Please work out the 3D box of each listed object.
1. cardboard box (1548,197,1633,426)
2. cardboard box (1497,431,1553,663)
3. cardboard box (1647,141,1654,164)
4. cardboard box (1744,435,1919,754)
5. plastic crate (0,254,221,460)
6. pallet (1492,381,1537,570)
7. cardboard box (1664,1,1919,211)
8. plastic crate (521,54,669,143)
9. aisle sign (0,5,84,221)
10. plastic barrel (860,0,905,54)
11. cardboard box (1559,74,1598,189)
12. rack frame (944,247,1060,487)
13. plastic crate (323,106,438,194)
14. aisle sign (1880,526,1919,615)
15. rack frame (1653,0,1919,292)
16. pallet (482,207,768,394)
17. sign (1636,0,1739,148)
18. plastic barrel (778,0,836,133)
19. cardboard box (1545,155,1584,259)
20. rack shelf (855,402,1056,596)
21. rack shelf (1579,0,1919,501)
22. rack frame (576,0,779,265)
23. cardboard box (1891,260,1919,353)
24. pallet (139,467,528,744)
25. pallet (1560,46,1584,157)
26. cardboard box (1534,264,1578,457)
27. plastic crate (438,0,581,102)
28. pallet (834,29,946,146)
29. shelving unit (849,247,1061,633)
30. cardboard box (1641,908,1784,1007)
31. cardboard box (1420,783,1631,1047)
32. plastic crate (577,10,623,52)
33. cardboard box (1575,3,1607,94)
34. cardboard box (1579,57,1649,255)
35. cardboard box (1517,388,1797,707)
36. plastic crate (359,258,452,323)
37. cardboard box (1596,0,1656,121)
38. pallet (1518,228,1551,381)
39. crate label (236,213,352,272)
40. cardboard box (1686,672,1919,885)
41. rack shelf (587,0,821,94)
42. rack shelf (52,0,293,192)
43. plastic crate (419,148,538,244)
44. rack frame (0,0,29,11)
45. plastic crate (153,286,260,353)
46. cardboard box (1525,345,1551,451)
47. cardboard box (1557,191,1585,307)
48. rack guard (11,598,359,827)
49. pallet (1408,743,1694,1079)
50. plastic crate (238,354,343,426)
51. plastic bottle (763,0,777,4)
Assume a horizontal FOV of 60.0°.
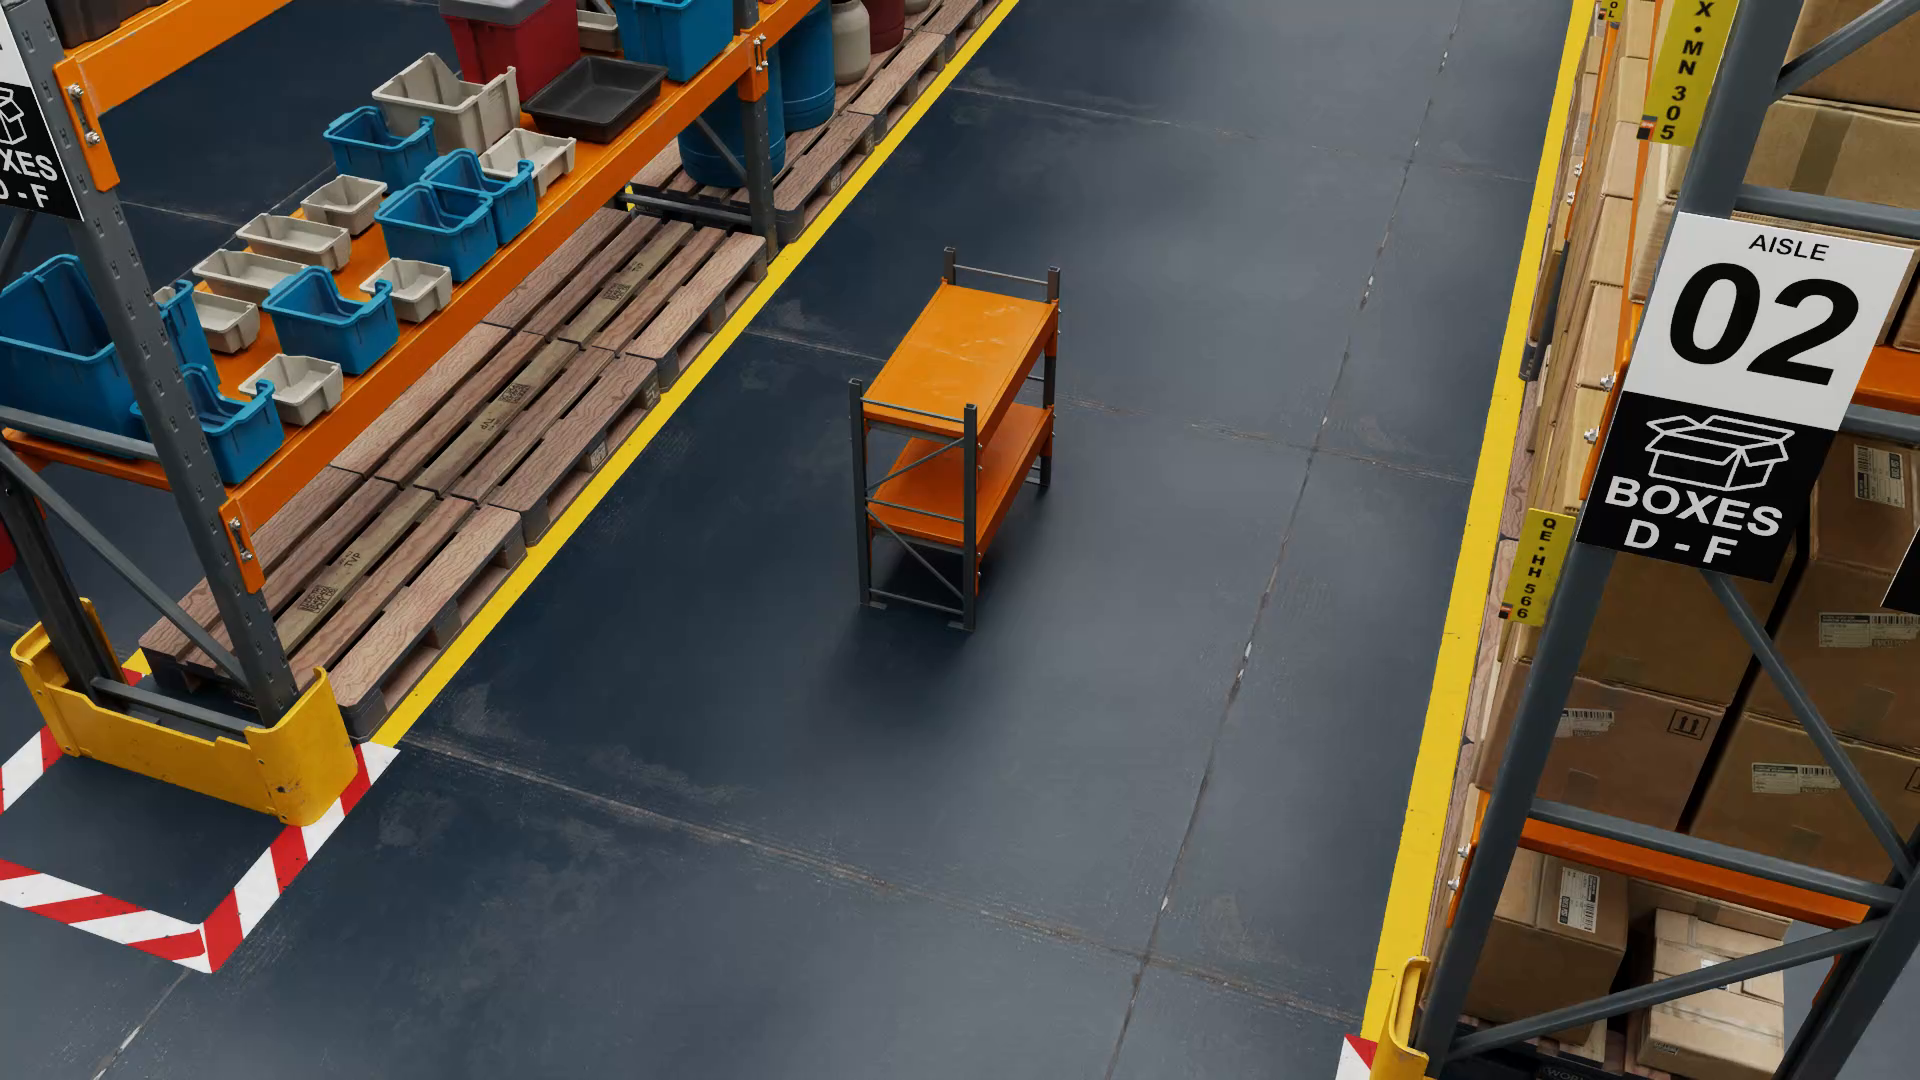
[{"bbox_3d":[2.044,-0.615,4.812,0.500,0.500,0.500,14,43,16],"label":"cardboard box"},{"bbox_3d":[1.877,0.073,4.777,0.500,0.500,0.500,14,42,15],"label":"cardboard box"},{"bbox_3d":[1.915,-0.997,3.912,0.500,0.250,0.500,13,42,15],"label":"cardboard box"},{"bbox_3d":[2.205,0.131,3.938,0.500,0.500,0.500,15,43,16],"label":"cardboard box"},{"bbox_3d":[-2.909,-0.622,5.594,0.616,0.435,0.499,13,42,15],"label":"plastic crate"},{"bbox_3d":[2.938,-0.199,7.320,1.003,0.211,1.213,13,42,15],"label":"pallet"},{"bbox_3d":[1.742,-0.883,3.393,0.500,0.250,0.500,13,42,15],"label":"cardboard box"},{"bbox_3d":[-1.611,-1.956,7.397,0.437,0.125,0.590,13,42,15],"label":"plastic crate"},{"bbox_3d":[-2.594,-1.219,4.365,0.394,0.787,0.004,13,42,15],"label":"aisle sign"},{"bbox_3d":[-0.650,-3.471,10.541,0.600,0.588,0.708,13,42,15],"label":"plastic barrel"},{"bbox_3d":[3.593,-2.175,9.075,0.500,0.500,0.500,12,42,14],"label":"cardboard box"},{"bbox_3d":[0.172,-0.734,7.243,0.500,1.125,0.032,13,42,15],"label":"rack frame"},{"bbox_3d":[-2.387,-1.609,6.907,0.416,0.233,0.300,13,42,15],"label":"plastic crate"},{"bbox_3d":[2.058,-0.121,3.077,0.394,0.787,0.004,13,42,15],"label":"aisle sign"},{"bbox_3d":[1.805,-1.521,2.099,1.000,3.000,0.127,13,42,15],"label":"rack frame"},{"bbox_3d":[-1.695,-1.262,8.566,1.003,0.211,1.213,13,42,15],"label":"pallet"},{"bbox_3d":[1.291,-0.852,2.944,0.100,0.325,0.005,13,42,15],"label":"sign"},{"bbox_3d":[-1.036,-2.901,9.632,0.600,0.901,0.708,13,42,15],"label":"plastic barrel"},{"bbox_3d":[3.250,-1.559,8.353,0.500,0.500,0.500,13,42,15],"label":"cardboard box"},{"bbox_3d":[-0.002,-0.238,7.039,0.538,0.278,1.000,13,42,15],"label":"rack shelf"},{"bbox_3d":[2.489,-1.326,4.736,1.077,0.370,4.000,13,42,15],"label":"rack shelf"},{"bbox_3d":[-1.480,-2.780,8.197,1.000,3.000,0.127,13,42,15],"label":"rack frame"},{"bbox_3d":[2.220,-0.579,3.422,0.500,0.250,0.500,13,42,15],"label":"cardboard box"},{"bbox_3d":[-2.530,0.226,6.822,1.003,0.211,1.213,13,42,15],"label":"pallet"},{"bbox_3d":[4.250,-2.610,10.147,1.003,0.211,1.213,13,42,15],"label":"pallet"},{"bbox_3d":[2.225,-0.538,5.492,0.500,0.500,0.500,13,42,14],"label":"cardboard box"},{"bbox_3d":[-2.021,-2.338,7.584,0.402,0.464,0.583,13,42,15],"label":"plastic crate"},{"bbox_3d":[-0.762,-2.927,10.518,1.003,0.211,1.213,13,42,15],"label":"pallet"},{"bbox_3d":[-0.002,-0.424,6.880,0.538,1.125,1.048,13,42,15],"label":"shelving unit"},{"bbox_3d":[2.357,1.341,5.212,0.380,0.166,0.250,13,42,15],"label":"cardboard box"},{"bbox_3d":[1.760,1.159,5.168,0.500,0.500,0.500,13,42,15],"label":"cardboard box"},{"bbox_3d":[-1.774,-2.450,7.968,0.396,0.136,0.243,13,42,15],"label":"plastic crate"},{"bbox_3d":[3.943,-2.799,9.807,0.500,0.500,0.500,12,42,14],"label":"cardboard box"},{"bbox_3d":[2.395,-1.243,5.549,0.500,0.500,0.500,12,42,14],"label":"cardboard box"},{"bbox_3d":[1.699,0.011,4.079,0.500,0.500,0.500,13,42,15],"label":"cardboard box"},{"bbox_3d":[-2.035,-0.931,6.187,0.250,0.136,0.298,13,42,15],"label":"plastic crate"},{"bbox_3d":[2.748,-1.872,6.285,0.500,0.500,0.500,14,43,16],"label":"cardboard box"},{"bbox_3d":[3.416,-1.122,8.402,1.003,0.211,1.213,13,42,15],"label":"pallet"},{"bbox_3d":[-2.554,-1.149,6.443,0.396,0.136,0.243,13,42,15],"label":"crate label"},{"bbox_3d":[2.205,0.511,4.262,0.500,0.500,0.500,14,42,16],"label":"cardboard box"},{"bbox_3d":[-0.796,-3.726,9.860,1.077,0.370,4.000,13,42,15],"label":"rack shelf"},{"bbox_3d":[-2.164,-2.427,6.027,1.077,0.370,4.000,13,42,15],"label":"rack shelf"},{"bbox_3d":[-1.901,-1.363,6.619,0.416,0.233,0.300,13,42,15],"label":"plastic crate"},{"bbox_3d":[-2.848,-2.622,3.390,1.000,3.000,0.127,13,42,15],"label":"rack frame"},{"bbox_3d":[-2.739,-0.800,6.034,0.396,0.136,0.243,13,42,15],"label":"plastic crate"},{"bbox_3d":[2.826,-0.615,7.392,0.500,0.311,0.500,13,42,15],"label":"cardboard box"},{"bbox_3d":[2.571,-1.153,6.213,0.500,0.500,0.500,14,42,16],"label":"cardboard box"},{"bbox_3d":[-2.844,0.628,6.128,1.175,0.500,0.348,13,42,15],"label":"rack guard"},{"bbox_3d":[2.103,1.290,5.576,1.003,0.211,1.213,13,42,15],"label":"pallet"},{"bbox_3d":[-2.267,-0.517,5.702,0.250,0.136,0.298,13,42,15],"label":"plastic crate"},{"bbox_3d":[-0.954,-2.864,8.386,0.061,0.283,0.133,13,42,15],"label":"plastic bottle"}]
